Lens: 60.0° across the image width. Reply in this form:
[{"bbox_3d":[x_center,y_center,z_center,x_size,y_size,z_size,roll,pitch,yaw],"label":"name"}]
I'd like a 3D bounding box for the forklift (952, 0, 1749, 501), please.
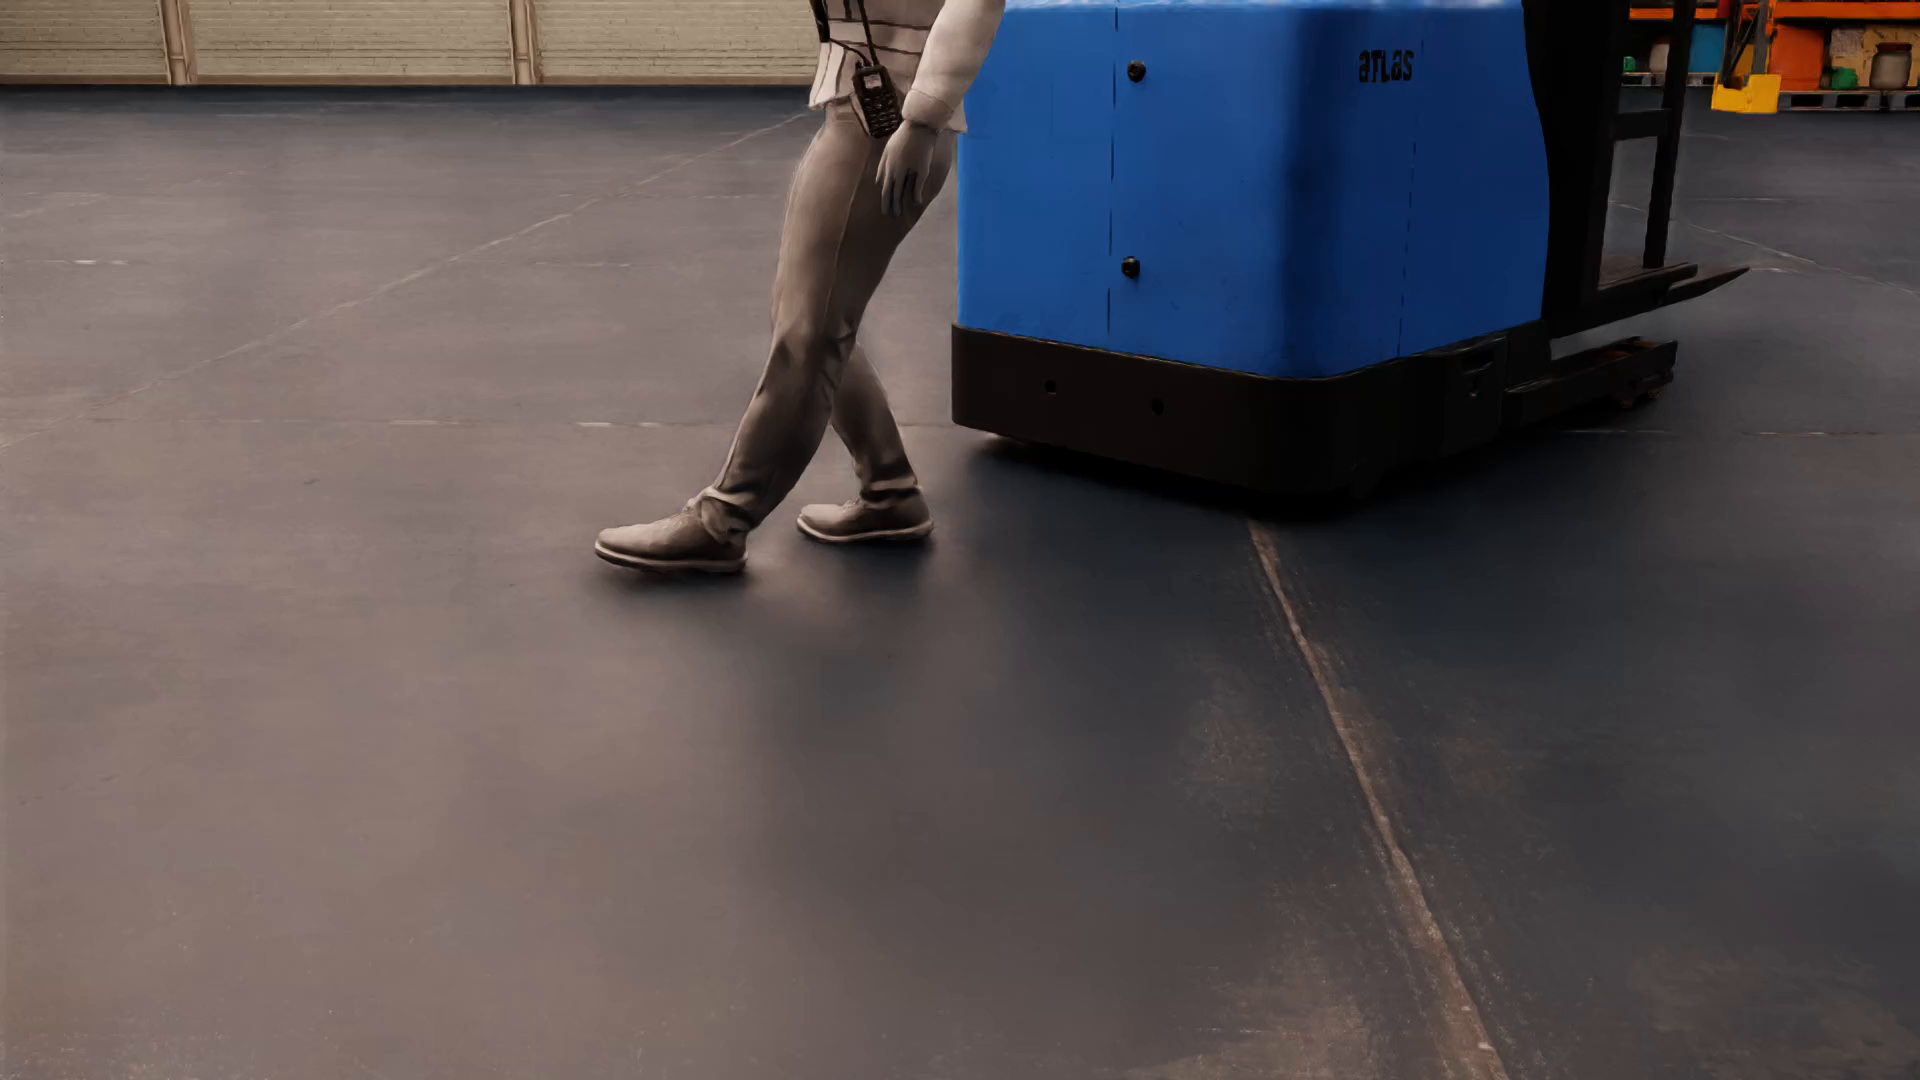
[{"bbox_3d":[1.358,-1.844,4.369,1.130,2.935,3.031,16,23,41],"label":"forklift"}]

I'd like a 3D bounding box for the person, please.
[{"bbox_3d":[-0.323,-0.747,3.034,0.753,1.636,0.754,-2,17,-5],"label":"person"}]
